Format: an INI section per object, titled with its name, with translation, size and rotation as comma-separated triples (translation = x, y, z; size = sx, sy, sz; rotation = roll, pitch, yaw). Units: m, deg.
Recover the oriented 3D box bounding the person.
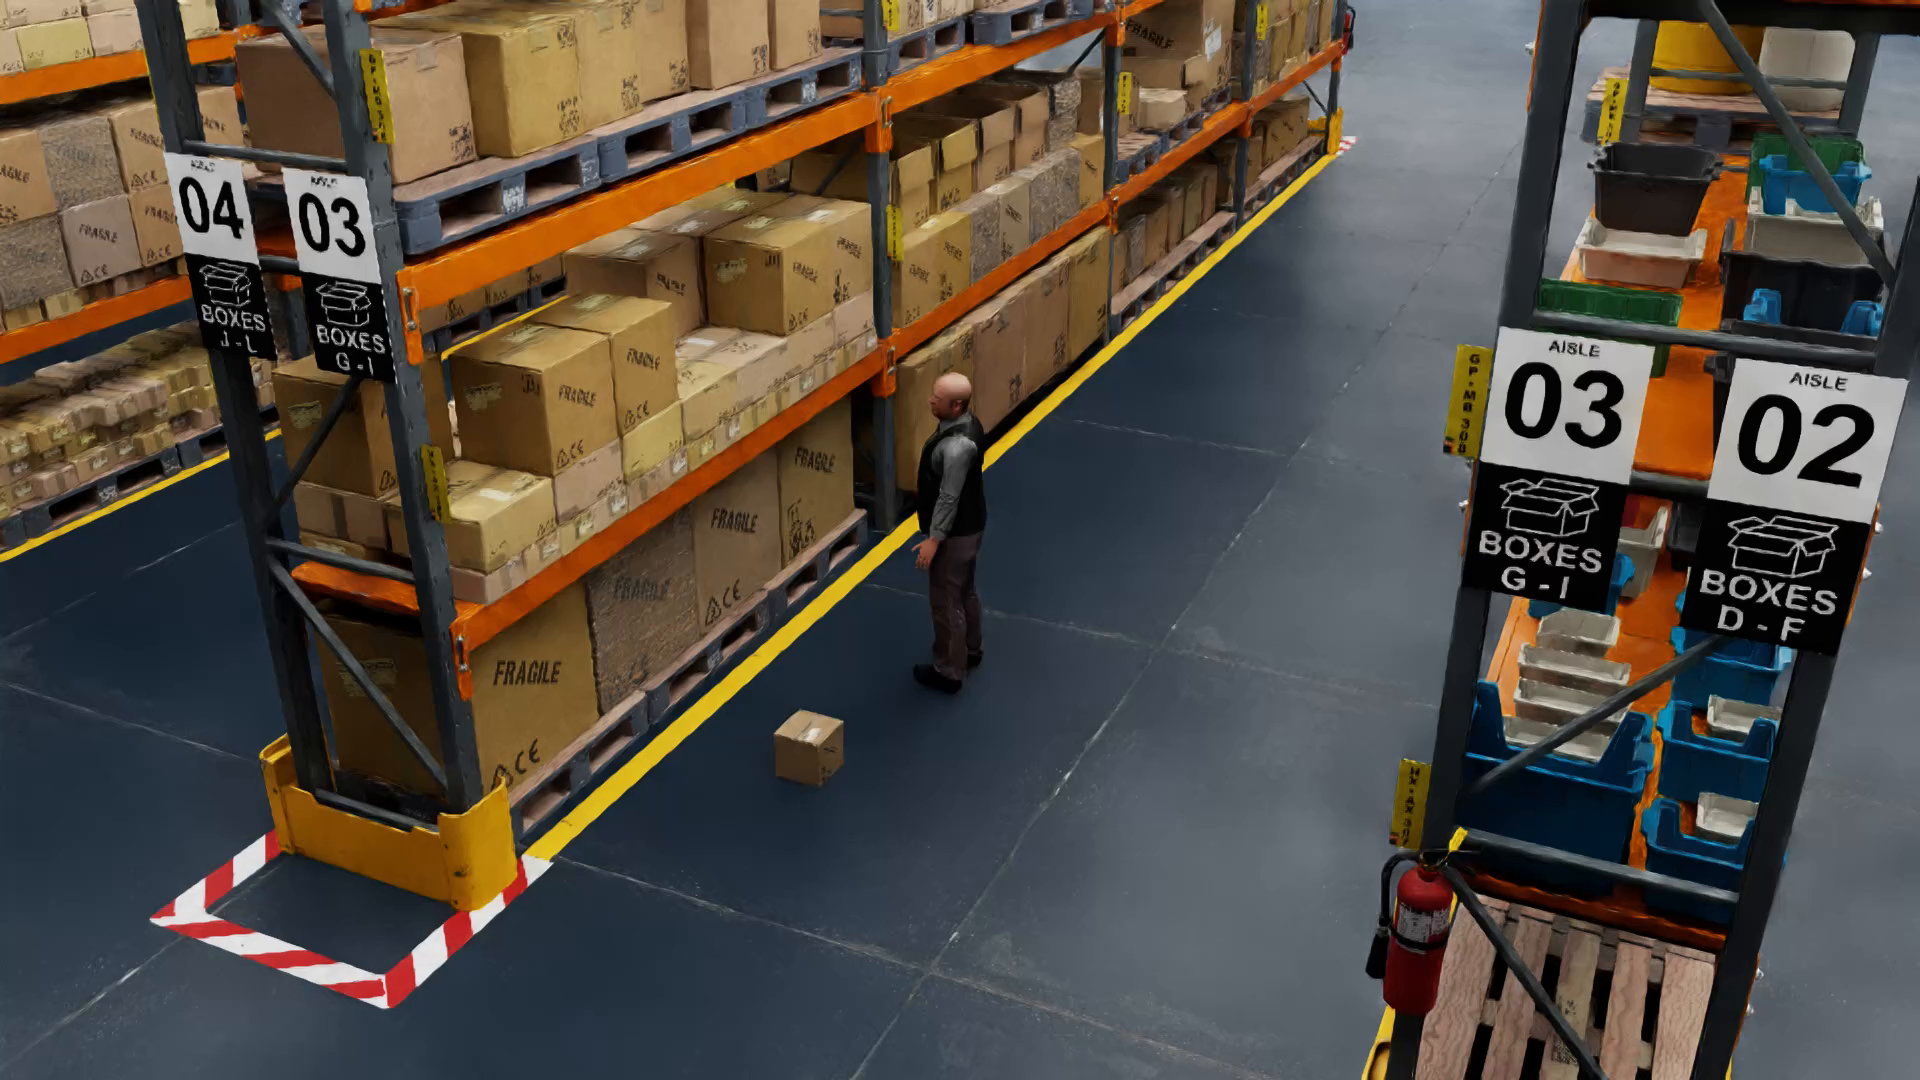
[person]
translation = -0.054, -0.048, 8.689
size = 0.393, 1.729, 0.600
rotation = 3, 26, 5
